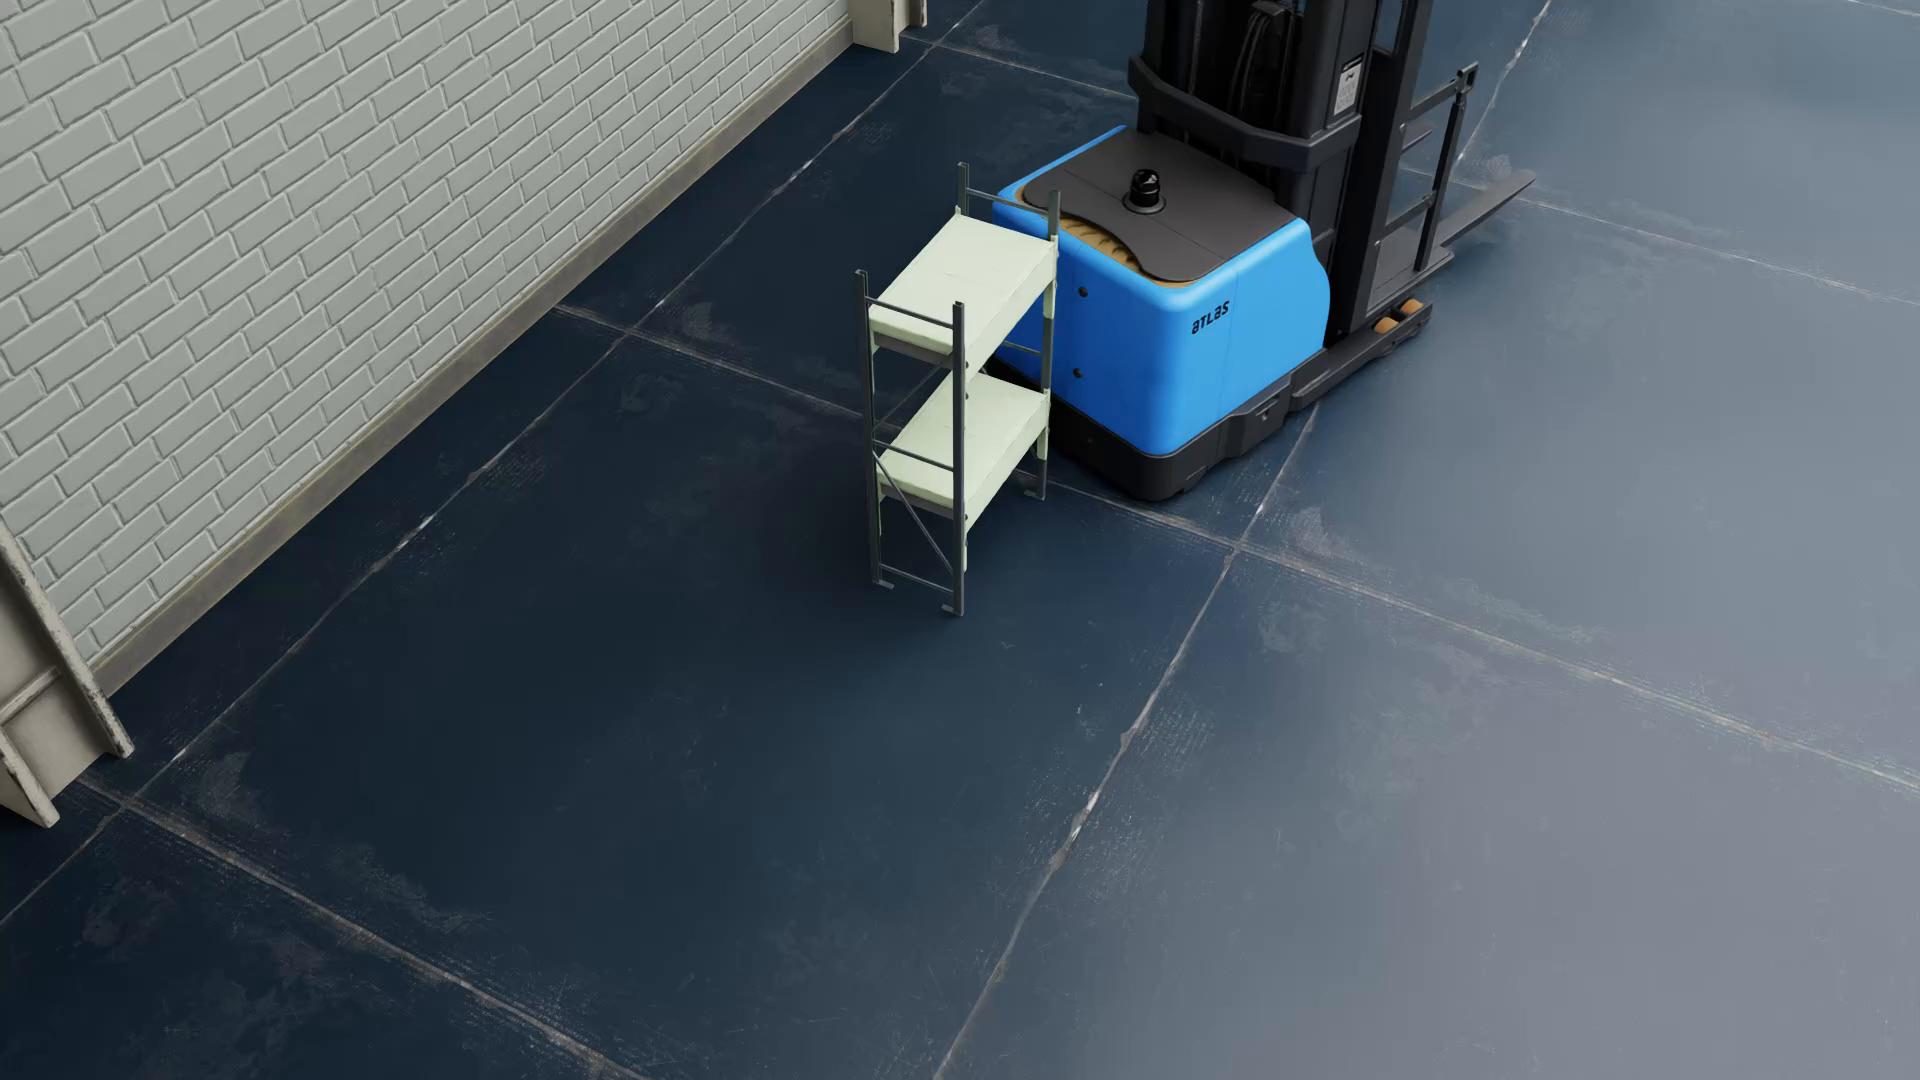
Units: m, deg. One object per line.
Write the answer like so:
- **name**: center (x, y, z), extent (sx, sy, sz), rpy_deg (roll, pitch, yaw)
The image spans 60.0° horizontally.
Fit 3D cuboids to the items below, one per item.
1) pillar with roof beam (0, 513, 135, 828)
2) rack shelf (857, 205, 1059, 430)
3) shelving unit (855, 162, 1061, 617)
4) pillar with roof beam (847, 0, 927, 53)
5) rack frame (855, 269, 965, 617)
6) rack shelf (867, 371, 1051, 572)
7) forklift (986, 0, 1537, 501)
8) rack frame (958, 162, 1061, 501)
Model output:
- **pillar with roof beam**: center (0.609, -0.916, 1.328), extent (9.100, 9.000, 0.400), rpy_deg (20, 49, 19)
- **rack shelf**: center (0.003, -0.806, 5.943), extent (0.431, 0.370, 0.720), rpy_deg (20, 49, 19)
- **shelving unit**: center (0.003, -0.531, 6.221), extent (0.431, 1.500, 0.755), rpy_deg (20, 49, 19)
- **pillar with roof beam**: center (3.394, -4.696, 5.064), extent (9.100, 9.000, 0.400), rpy_deg (20, 49, 19)
- **rack frame**: center (-0.167, -0.301, 5.993), extent (0.400, 1.500, 0.023), rpy_deg (20, 49, 19)
- **rack shelf**: center (0.003, -0.302, 6.453), extent (0.431, 0.370, 0.720), rpy_deg (20, 49, 19)
- **forklift**: center (1.529, -2.120, 6.784), extent (3.031, 2.935, 1.130), rpy_deg (-34, 54, -29)
- **rack frame**: center (0.173, -0.762, 6.449), extent (0.400, 1.500, 0.023), rpy_deg (20, 49, 19)
